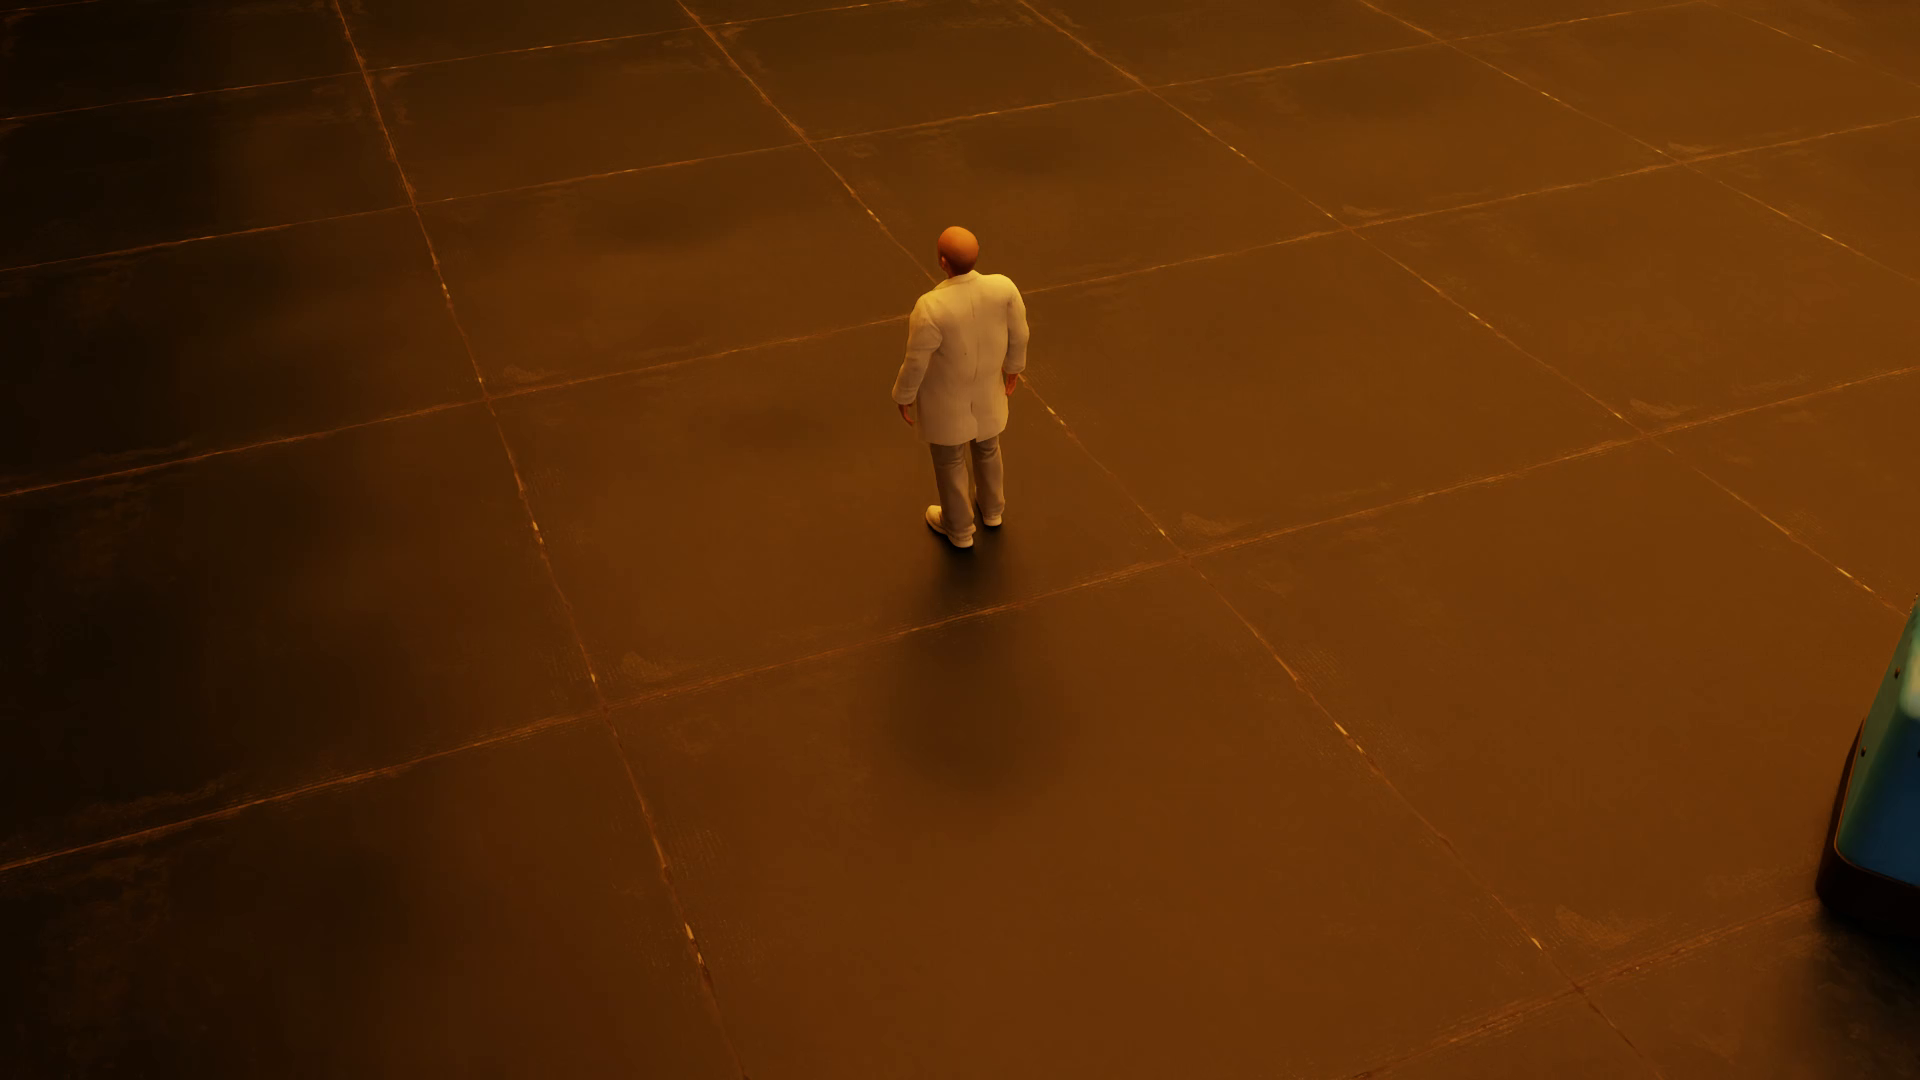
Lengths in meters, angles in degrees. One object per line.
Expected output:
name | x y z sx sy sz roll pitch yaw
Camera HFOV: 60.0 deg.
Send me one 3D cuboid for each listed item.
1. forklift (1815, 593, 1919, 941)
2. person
forklift | 4.901 0.474 5.432 3.031 2.935 1.130 19 40 25
person | -0.031 -0.780 8.178 0.696 1.776 0.581 -14 38 -19
